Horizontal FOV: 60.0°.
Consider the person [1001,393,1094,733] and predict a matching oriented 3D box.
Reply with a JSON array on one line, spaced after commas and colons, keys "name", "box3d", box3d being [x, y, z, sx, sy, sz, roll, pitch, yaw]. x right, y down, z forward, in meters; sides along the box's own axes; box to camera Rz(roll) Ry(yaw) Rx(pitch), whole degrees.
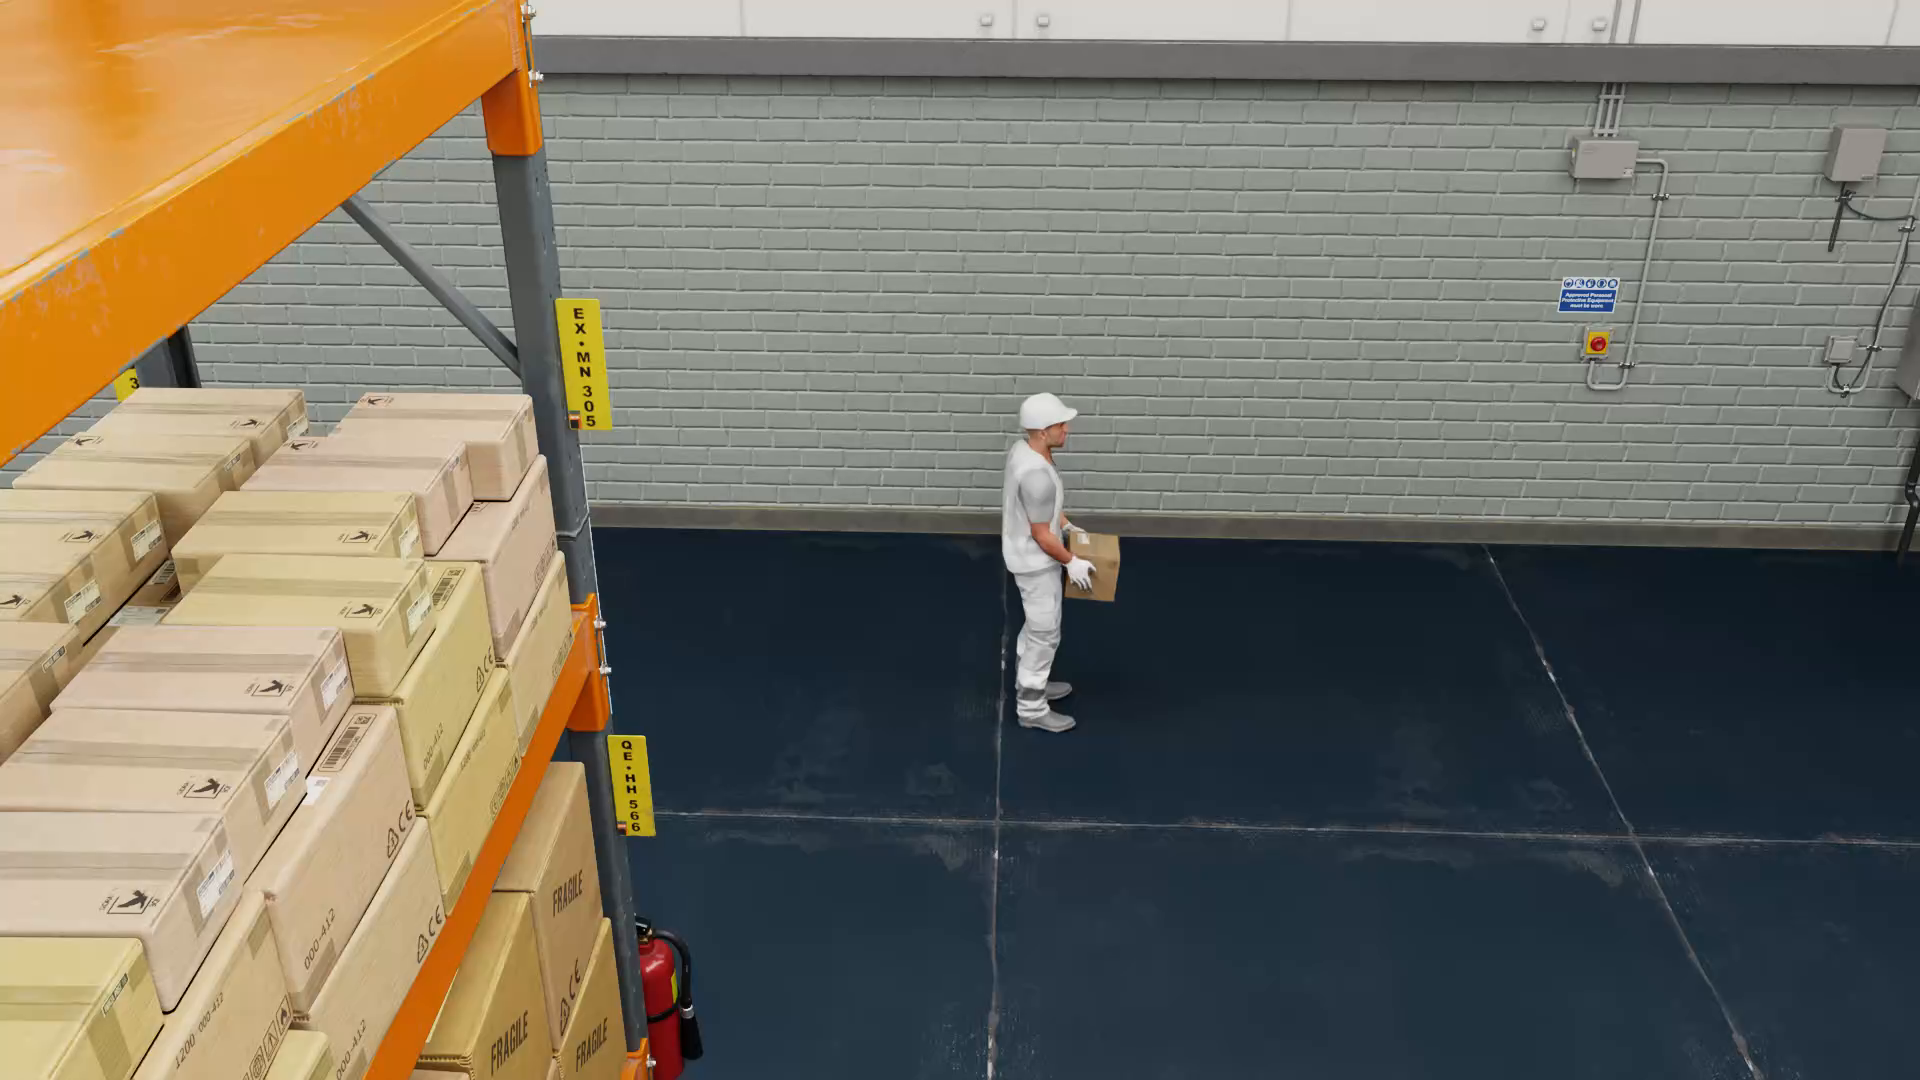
[{"name": "person", "box3d": [0.439, 0.095, 8.411, 0.462, 1.792, 0.535, 1, 28, 1]}]
